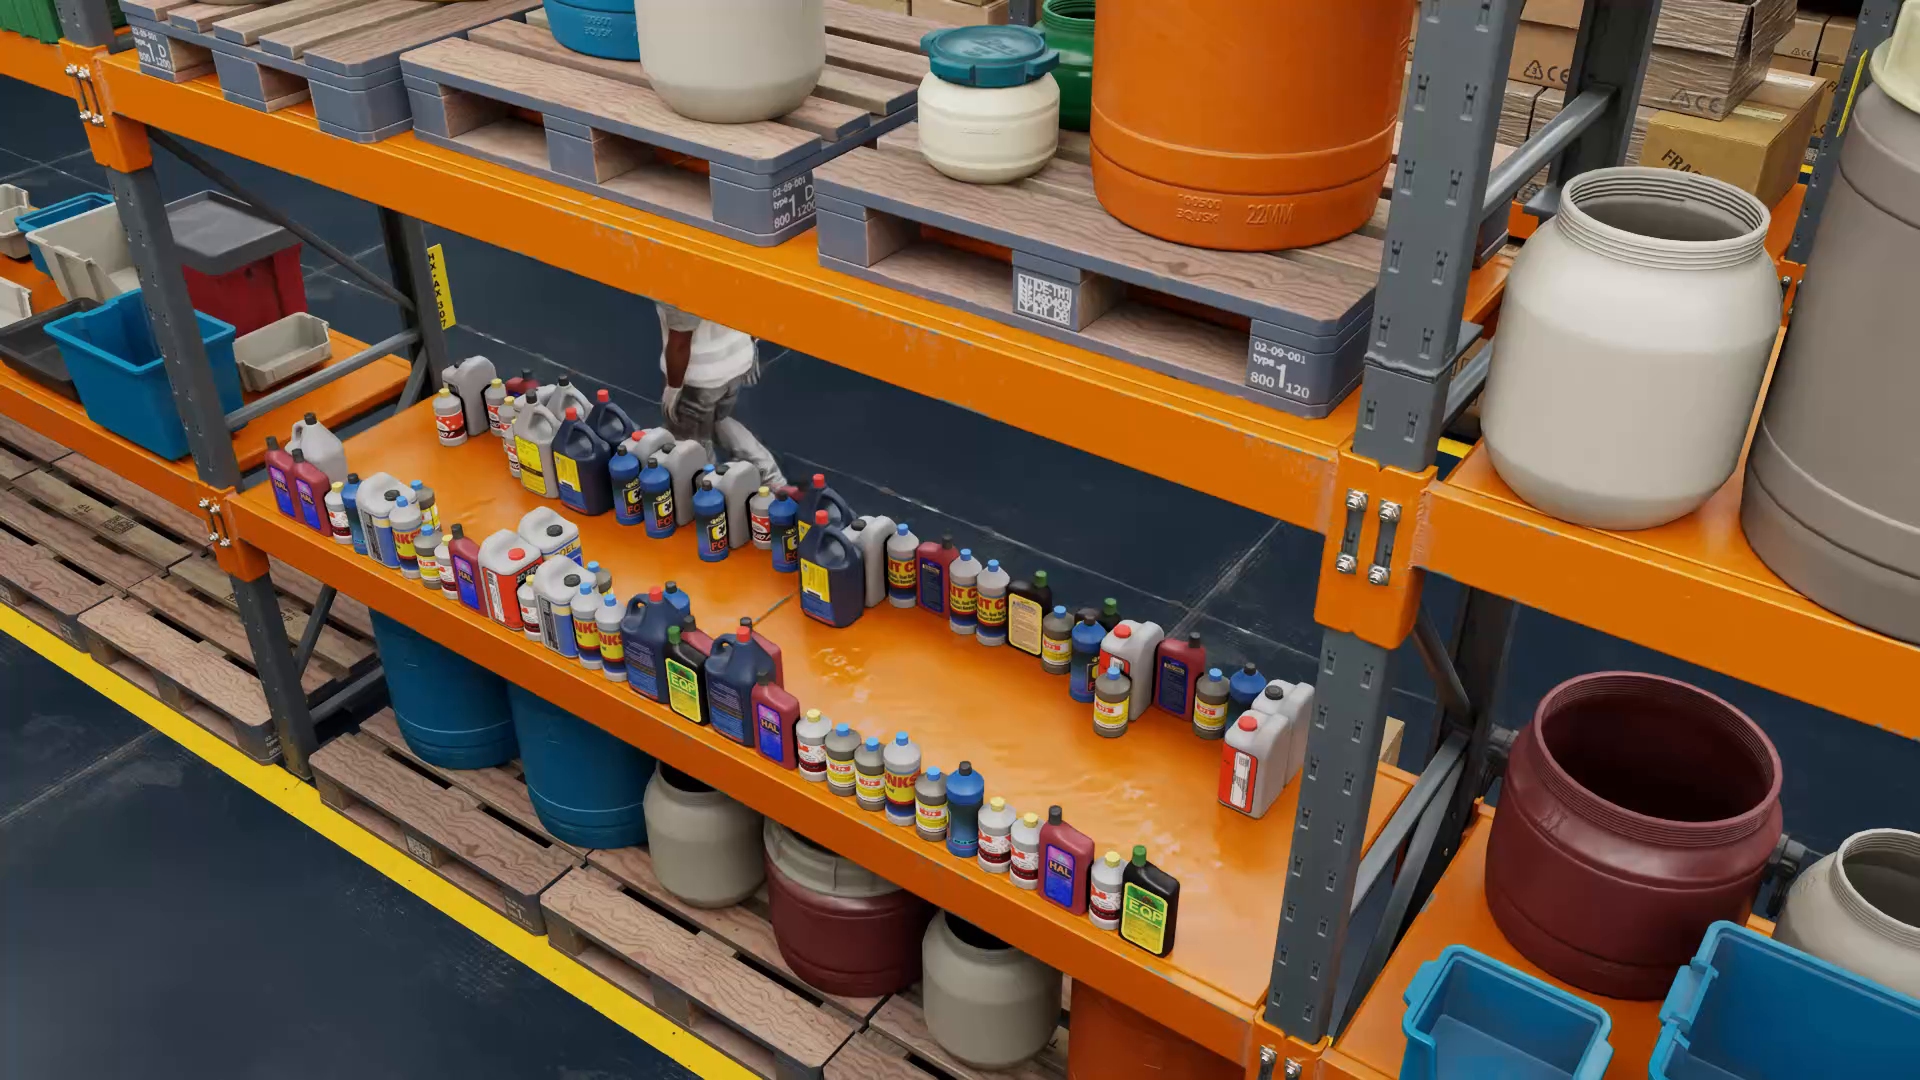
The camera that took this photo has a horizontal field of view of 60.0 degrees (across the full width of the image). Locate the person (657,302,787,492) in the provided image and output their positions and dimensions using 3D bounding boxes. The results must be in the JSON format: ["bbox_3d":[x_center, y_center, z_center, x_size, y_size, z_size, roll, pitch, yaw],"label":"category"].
[{"bbox_3d":[-1.057,-0.764,7.158,0.476,1.719,0.556,18,38,24],"label":"person"}]
